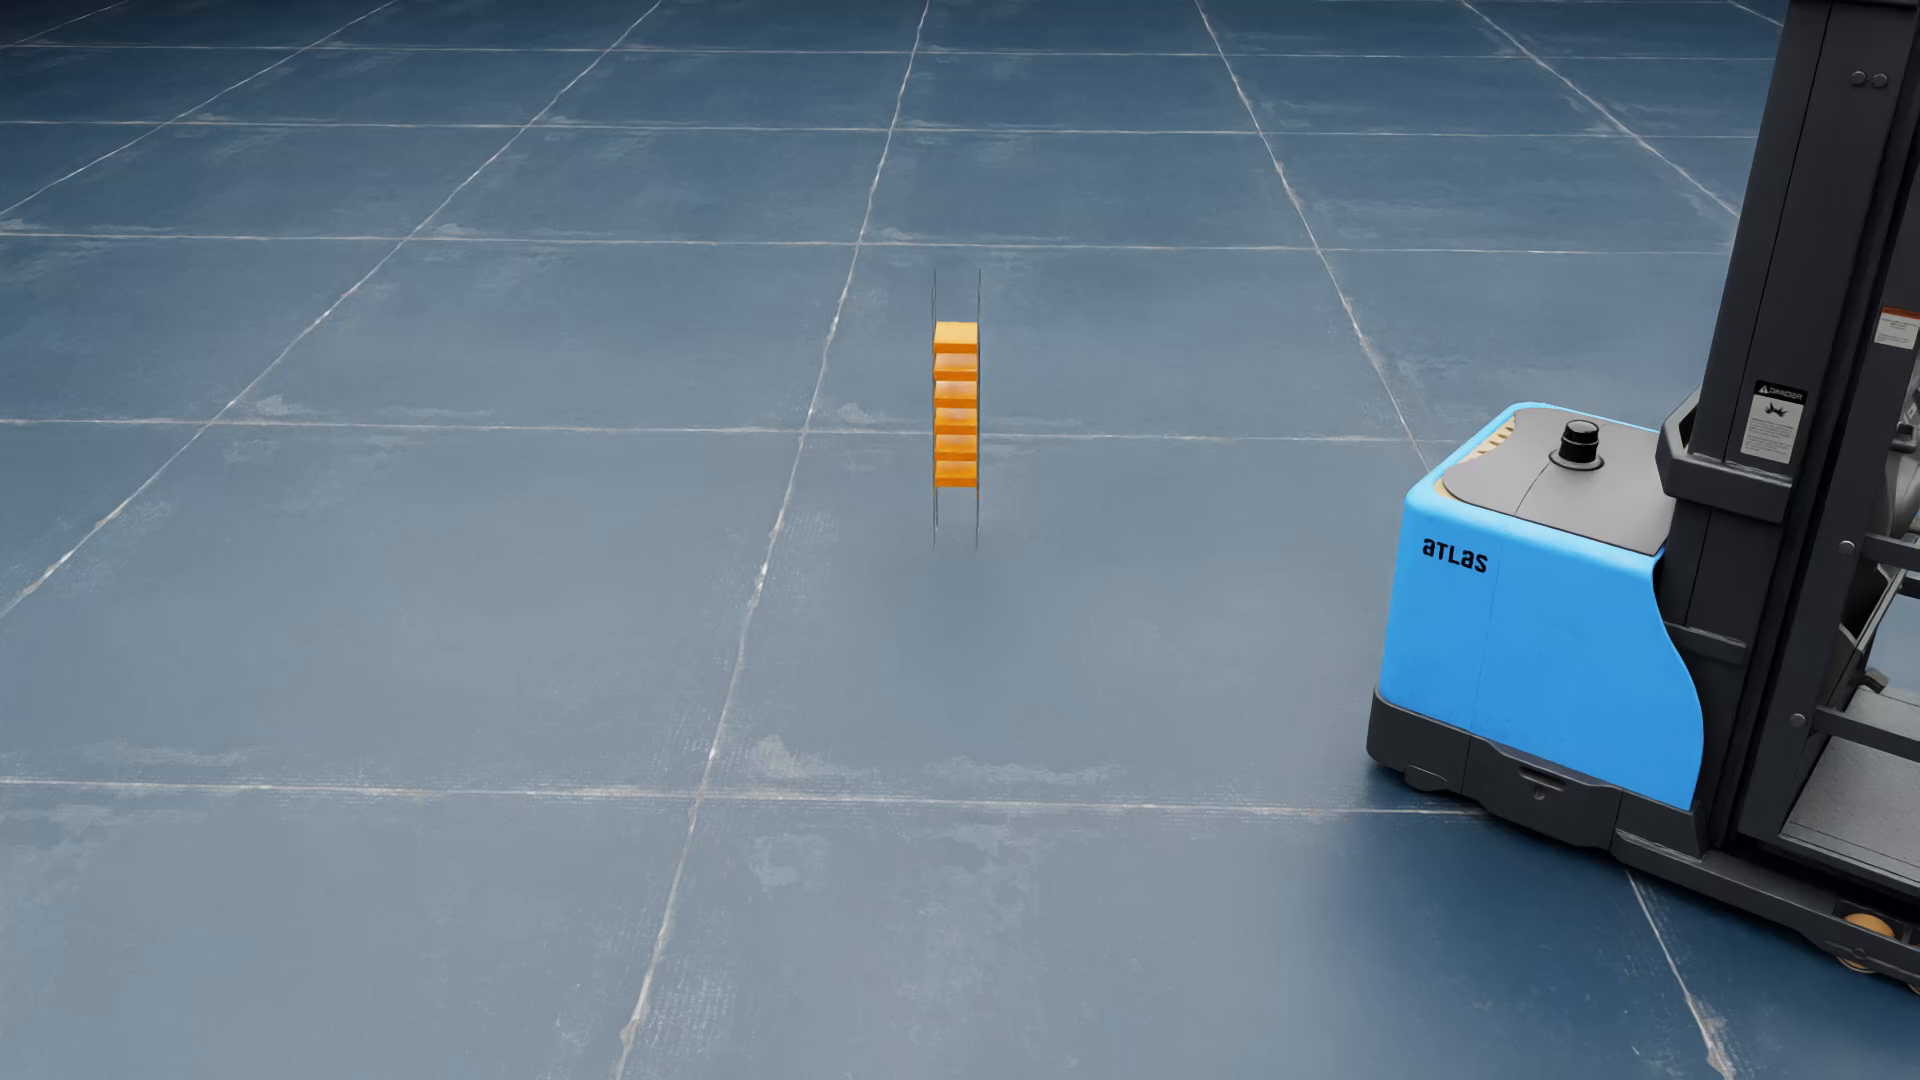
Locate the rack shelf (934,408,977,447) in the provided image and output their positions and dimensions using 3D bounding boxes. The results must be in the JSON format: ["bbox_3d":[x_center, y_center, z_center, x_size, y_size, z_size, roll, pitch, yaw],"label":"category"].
[{"bbox_3d":[-0.014,-0.491,6.990,0.180,0.103,0.258,1,28,2],"label":"rack shelf"}]

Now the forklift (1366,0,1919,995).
[{"bbox_3d":[2.877,-0.258,4.607,3.031,2.935,1.130,20,34,33],"label":"forklift"}]

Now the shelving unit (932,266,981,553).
[{"bbox_3d":[-0.014,-0.530,6.969,0.189,1.200,0.258,1,28,2],"label":"shelving unit"}]

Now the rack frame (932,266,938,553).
[{"bbox_3d":[-0.106,-0.532,6.972,0.006,1.200,0.240,1,28,2],"label":"rack frame"}]

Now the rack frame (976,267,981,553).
[{"bbox_3d":[0.077,-0.529,6.967,0.006,1.200,0.240,1,28,2],"label":"rack frame"}]

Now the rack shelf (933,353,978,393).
[{"bbox_3d":[-0.014,-0.703,6.878,0.180,0.103,0.258,1,28,2],"label":"rack shelf"}]

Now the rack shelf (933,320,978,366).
[{"bbox_3d":[-0.014,-0.809,6.822,0.180,0.103,0.258,1,28,2],"label":"rack shelf"}]

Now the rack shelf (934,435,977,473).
[{"bbox_3d":[-0.014,-0.385,7.046,0.180,0.103,0.258,1,28,2],"label":"rack shelf"}]

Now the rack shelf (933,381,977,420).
[{"bbox_3d":[-0.014,-0.597,6.934,0.180,0.103,0.258,1,28,2],"label":"rack shelf"}]

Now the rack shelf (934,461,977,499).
[{"bbox_3d":[-0.014,-0.279,7.103,0.180,0.103,0.258,1,28,2],"label":"rack shelf"}]
